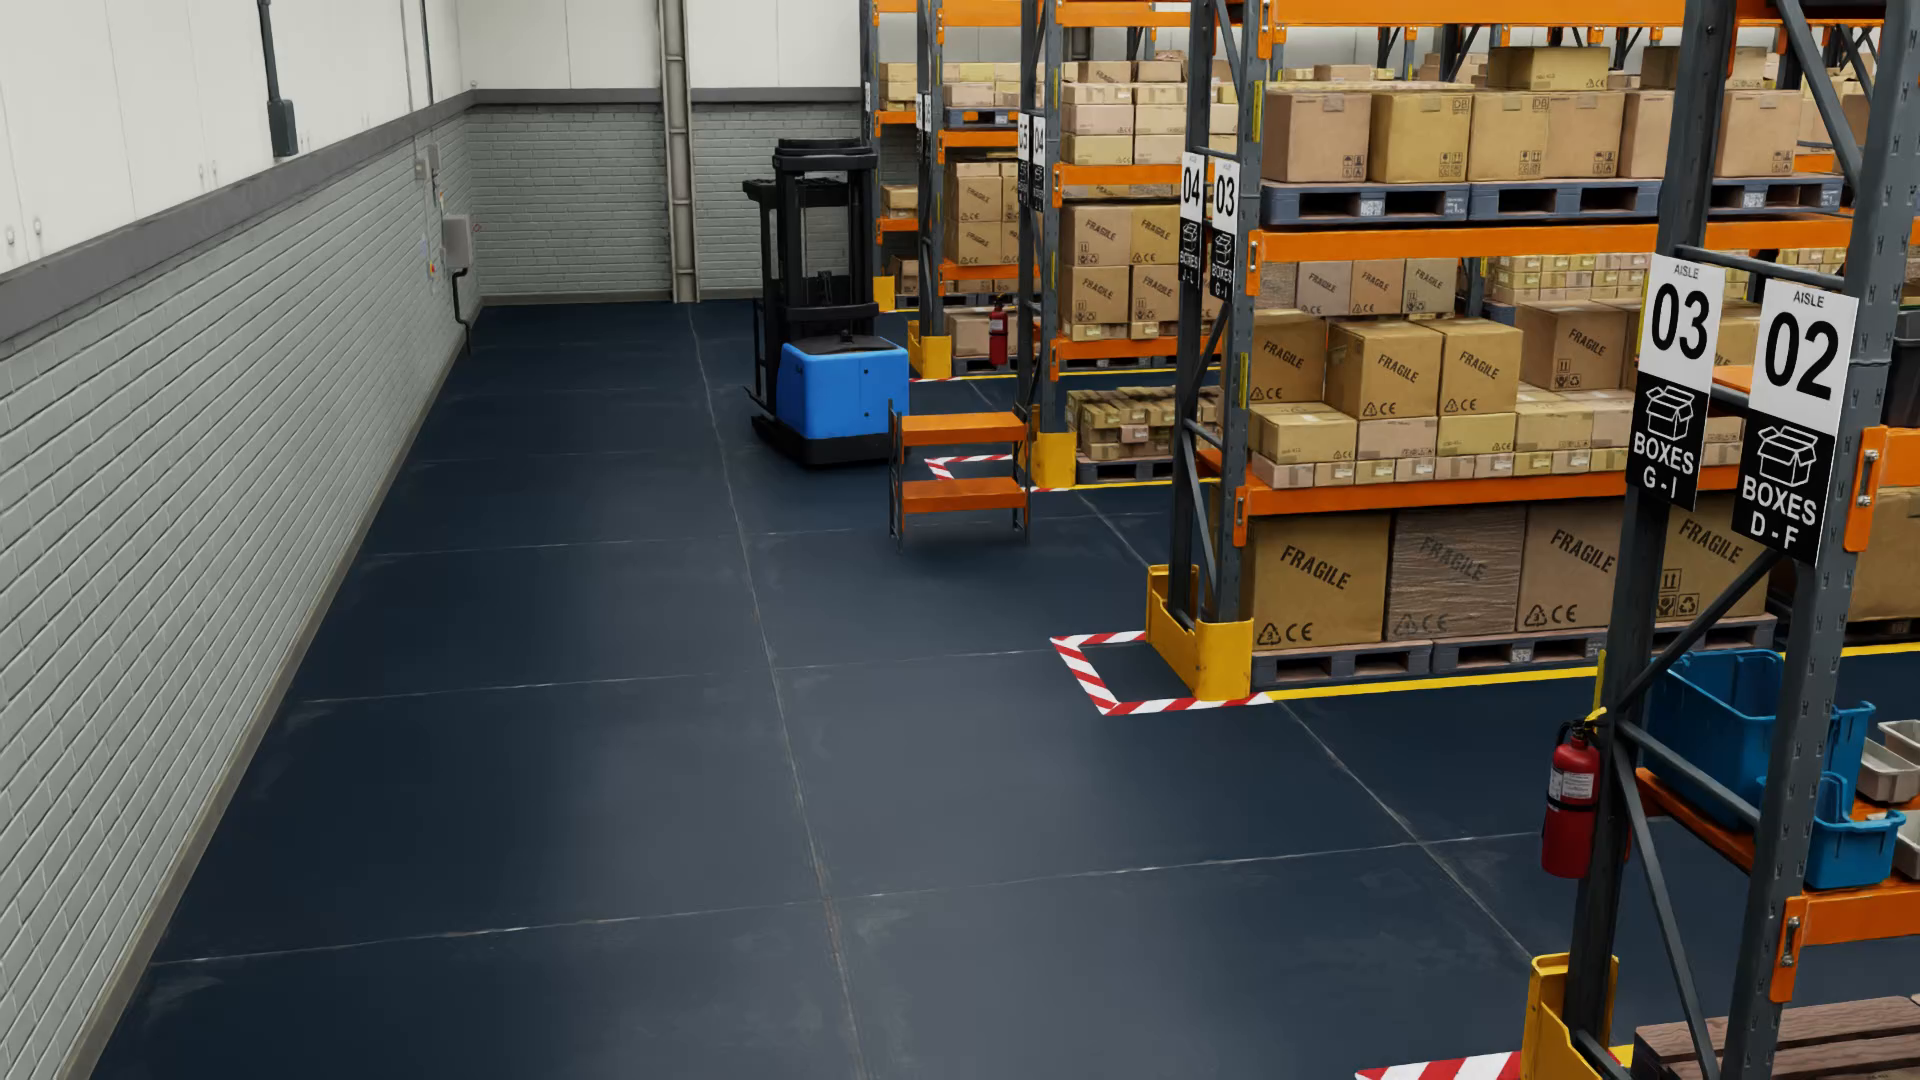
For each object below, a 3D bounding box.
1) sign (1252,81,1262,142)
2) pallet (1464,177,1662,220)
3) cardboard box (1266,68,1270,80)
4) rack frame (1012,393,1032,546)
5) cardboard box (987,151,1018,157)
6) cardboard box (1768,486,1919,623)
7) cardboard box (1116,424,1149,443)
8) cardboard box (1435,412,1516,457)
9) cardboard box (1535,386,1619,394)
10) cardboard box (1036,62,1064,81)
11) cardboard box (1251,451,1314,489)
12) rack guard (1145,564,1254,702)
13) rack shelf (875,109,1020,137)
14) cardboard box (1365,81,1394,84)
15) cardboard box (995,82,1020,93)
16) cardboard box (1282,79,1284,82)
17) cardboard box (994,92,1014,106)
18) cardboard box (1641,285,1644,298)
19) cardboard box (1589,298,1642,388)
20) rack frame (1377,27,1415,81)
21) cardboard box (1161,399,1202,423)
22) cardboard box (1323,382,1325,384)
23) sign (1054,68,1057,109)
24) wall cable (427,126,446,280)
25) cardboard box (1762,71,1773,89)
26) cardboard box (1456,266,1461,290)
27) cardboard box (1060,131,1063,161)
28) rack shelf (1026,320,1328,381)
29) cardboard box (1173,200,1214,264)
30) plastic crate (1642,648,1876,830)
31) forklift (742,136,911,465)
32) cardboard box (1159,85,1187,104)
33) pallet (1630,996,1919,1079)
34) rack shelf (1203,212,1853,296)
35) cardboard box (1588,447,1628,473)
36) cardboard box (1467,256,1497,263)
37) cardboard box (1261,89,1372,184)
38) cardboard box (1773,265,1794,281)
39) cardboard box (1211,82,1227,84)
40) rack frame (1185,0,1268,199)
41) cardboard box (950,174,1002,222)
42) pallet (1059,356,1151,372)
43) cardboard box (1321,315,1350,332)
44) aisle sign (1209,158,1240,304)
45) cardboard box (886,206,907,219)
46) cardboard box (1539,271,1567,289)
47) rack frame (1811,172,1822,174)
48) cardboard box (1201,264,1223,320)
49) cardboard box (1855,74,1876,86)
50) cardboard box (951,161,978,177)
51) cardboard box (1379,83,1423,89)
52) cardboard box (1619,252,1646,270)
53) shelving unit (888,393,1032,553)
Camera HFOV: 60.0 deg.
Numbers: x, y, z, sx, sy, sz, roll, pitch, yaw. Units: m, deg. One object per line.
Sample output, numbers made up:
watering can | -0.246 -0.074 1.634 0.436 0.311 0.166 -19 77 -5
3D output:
sign | 1.632 -2.355 9.139 0.005 0.325 0.100 -3 17 -10
pallet | 3.460 -2.131 10.183 1.213 0.211 1.003 -3 17 -10
cardboard box | 4.512 -6.834 24.380 0.250 0.149 0.380 -3 17 -10
rack frame | 0.492 -0.566 13.238 0.032 1.125 0.500 -3 17 -10
cardboard box | 0.677 -5.374 24.171 0.500 0.500 0.500 -3 17 -9
cardboard box | 6.085 -0.075 11.352 0.875 0.875 1.225 -3 17 -10
cardboard box | 1.534 -0.996 15.079 0.250 0.149 0.380 -3 17 -11
cardboard box | 3.058 -0.703 10.242 0.500 0.250 0.500 -4 17 -12
cardboard box | 3.952 -0.912 10.921 0.500 0.250 0.500 -3 17 -9
cardboard box | 1.189 -6.726 23.889 0.500 0.250 0.500 -3 17 -9
cardboard box | 1.944 -0.431 10.033 0.250 0.149 0.380 -3 17 -10
rack guard | 1.509 0.570 10.604 0.348 0.500 1.175 -3 17 -10
rack shelf | 0.671 -6.115 24.229 4.000 0.370 1.077 -3 17 -10
cardboard box | 3.778 -4.094 15.148 0.250 0.149 0.380 -3 17 -11
cardboard box | 0.699 -6.459 23.871 0.500 0.250 0.500 -4 17 -11
cardboard box | 4.904 -6.898 25.129 0.250 0.149 0.380 -4 17 -11
cardboard box | 0.474 -5.143 19.380 0.250 0.149 0.380 -5 18 -15
cardboard box | 6.374 -2.329 15.497 0.250 0.149 0.380 -4 17 -11
cardboard box | 4.456 -1.300 10.906 0.500 0.500 0.500 -3 17 -10
rack frame | 6.562 -8.227 24.771 0.127 3.000 1.000 -3 17 -10
cardboard box | 2.017 -1.180 15.172 0.250 0.149 0.380 -4 18 -13
cardboard box | 3.469 -1.400 15.887 0.250 0.149 0.380 -4 17 -12
sign | 0.794 -3.757 13.837 0.005 0.325 0.100 -3 17 -10
wall cable | -6.160 -4.056 19.678 0.122 1.984 0.588 -3 17 -10
cardboard box | 7.590 -4.383 15.890 0.258 0.266 0.396 -3 17 -10
cardboard box | 5.937 -3.051 21.039 0.875 0.875 0.875 -3 17 -10
cardboard box | 1.087 -3.525 14.828 0.500 0.250 0.500 -4 17 -12
rack shelf | 2.655 -1.829 15.384 4.000 0.370 1.077 -3 17 -10
cardboard box | 2.191 -2.731 14.713 0.500 0.500 0.500 -4 17 -12
plastic crate | 2.766 0.684 5.815 0.499 0.435 0.616 -3 17 -10
forklift | -1.476 -2.488 16.421 1.130 2.935 3.031 -7 18 -21
cardboard box | 1.825 -3.822 14.263 0.250 0.149 0.380 -3 17 -10
pallet | 3.289 2.100 6.116 1.213 0.211 1.003 -3 17 -10
rack shelf | 3.496 -1.828 10.270 4.000 0.370 1.077 -3 17 -10
cardboard box | 3.961 -0.546 10.408 0.250 0.149 0.380 -4 17 -11
cardboard box | 4.976 -2.728 15.785 0.250 0.149 0.380 -2 17 -8
cardboard box | 2.033 -2.401 9.855 0.500 0.500 0.700 -4 18 -14
cardboard box | 7.628 -2.541 15.681 0.250 0.149 0.380 -3 17 -9
cardboard box | 2.225 -4.019 14.904 0.250 0.149 0.380 -3 17 -9
rack frame | 1.533 -3.494 9.361 0.127 3.000 1.000 -3 17 -10
cardboard box | 0.178 -3.953 19.201 0.500 0.500 0.500 -4 17 -12
pallet | 1.618 -2.284 20.389 1.213 0.211 1.003 -3 17 -10
cardboard box | 3.358 -2.007 15.164 0.250 0.149 0.380 -4 18 -13
aisle sign | 1.519 -1.778 9.565 0.004 0.787 0.394 -3 17 -10
cardboard box | -0.918 -4.733 24.040 0.250 0.149 0.380 -3 17 -11
cardboard box | 5.347 -2.412 15.261 0.250 0.149 0.380 -4 17 -12
rack frame | 8.546 -2.507 16.366 0.127 3.000 1.000 -3 17 -10
cardboard box | 2.188 -2.258 14.877 0.500 0.500 0.500 -3 17 -10
cardboard box | 11.705 -5.927 21.461 0.250 0.149 0.380 -3 17 -9
cardboard box | 0.054 -4.259 19.091 0.250 0.149 0.380 -3 17 -9
cardboard box | 3.874 -3.937 14.636 0.250 0.149 0.380 -3 17 -11
cardboard box | 6.114 -2.597 15.359 0.250 0.149 0.380 -3 17 -11
shelving unit | -0.007 -0.537 13.145 1.048 1.125 0.538 -3 17 -10
